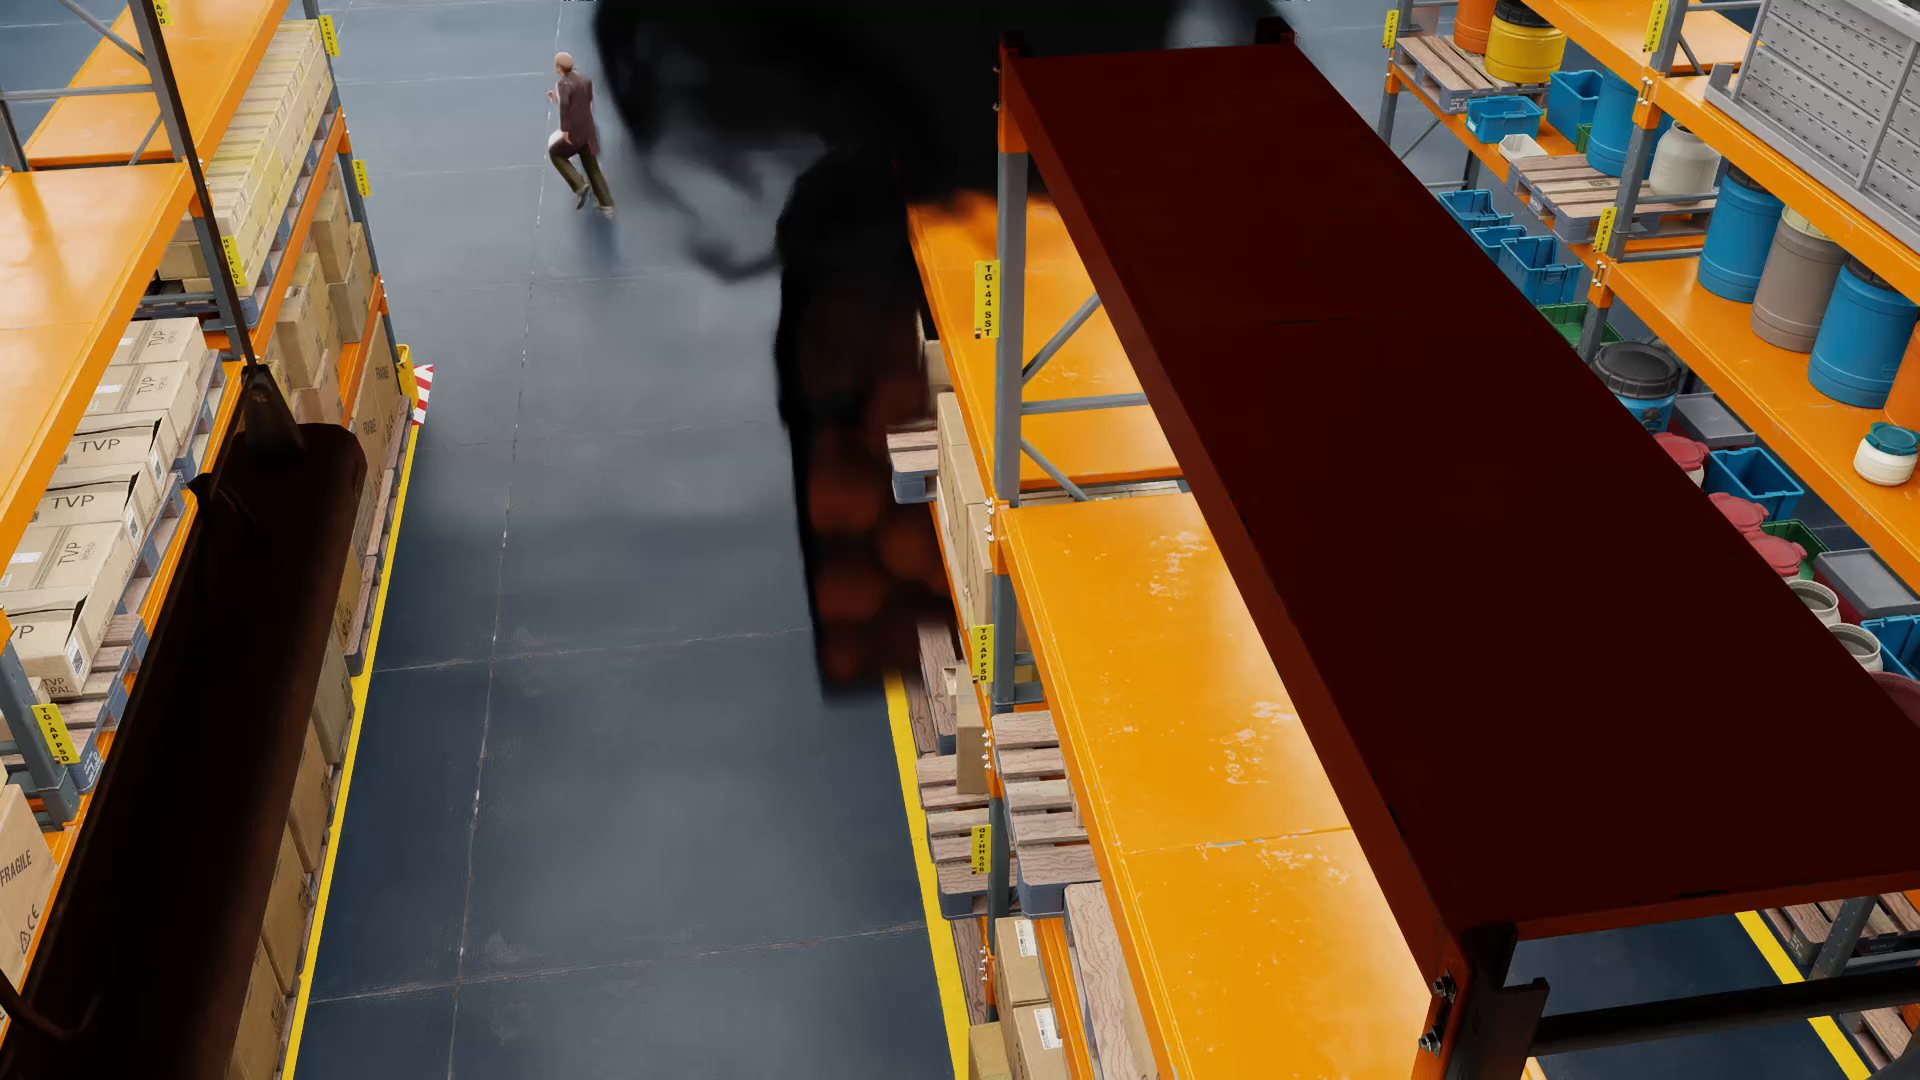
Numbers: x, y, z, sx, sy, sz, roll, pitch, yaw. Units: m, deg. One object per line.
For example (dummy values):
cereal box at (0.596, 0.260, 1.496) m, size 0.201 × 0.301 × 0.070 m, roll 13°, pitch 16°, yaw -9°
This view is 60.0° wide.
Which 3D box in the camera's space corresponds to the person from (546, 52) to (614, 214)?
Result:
person at (-4.130, -4.317, 17.910) m, size 0.875 × 1.666 × 0.754 m, roll 21°, pitch 41°, yaw 26°

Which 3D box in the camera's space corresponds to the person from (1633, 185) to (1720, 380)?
person at (6.454, -2.274, 14.623) m, size 0.574 × 1.742 × 0.852 m, roll -18°, pitch 40°, yaw -23°
